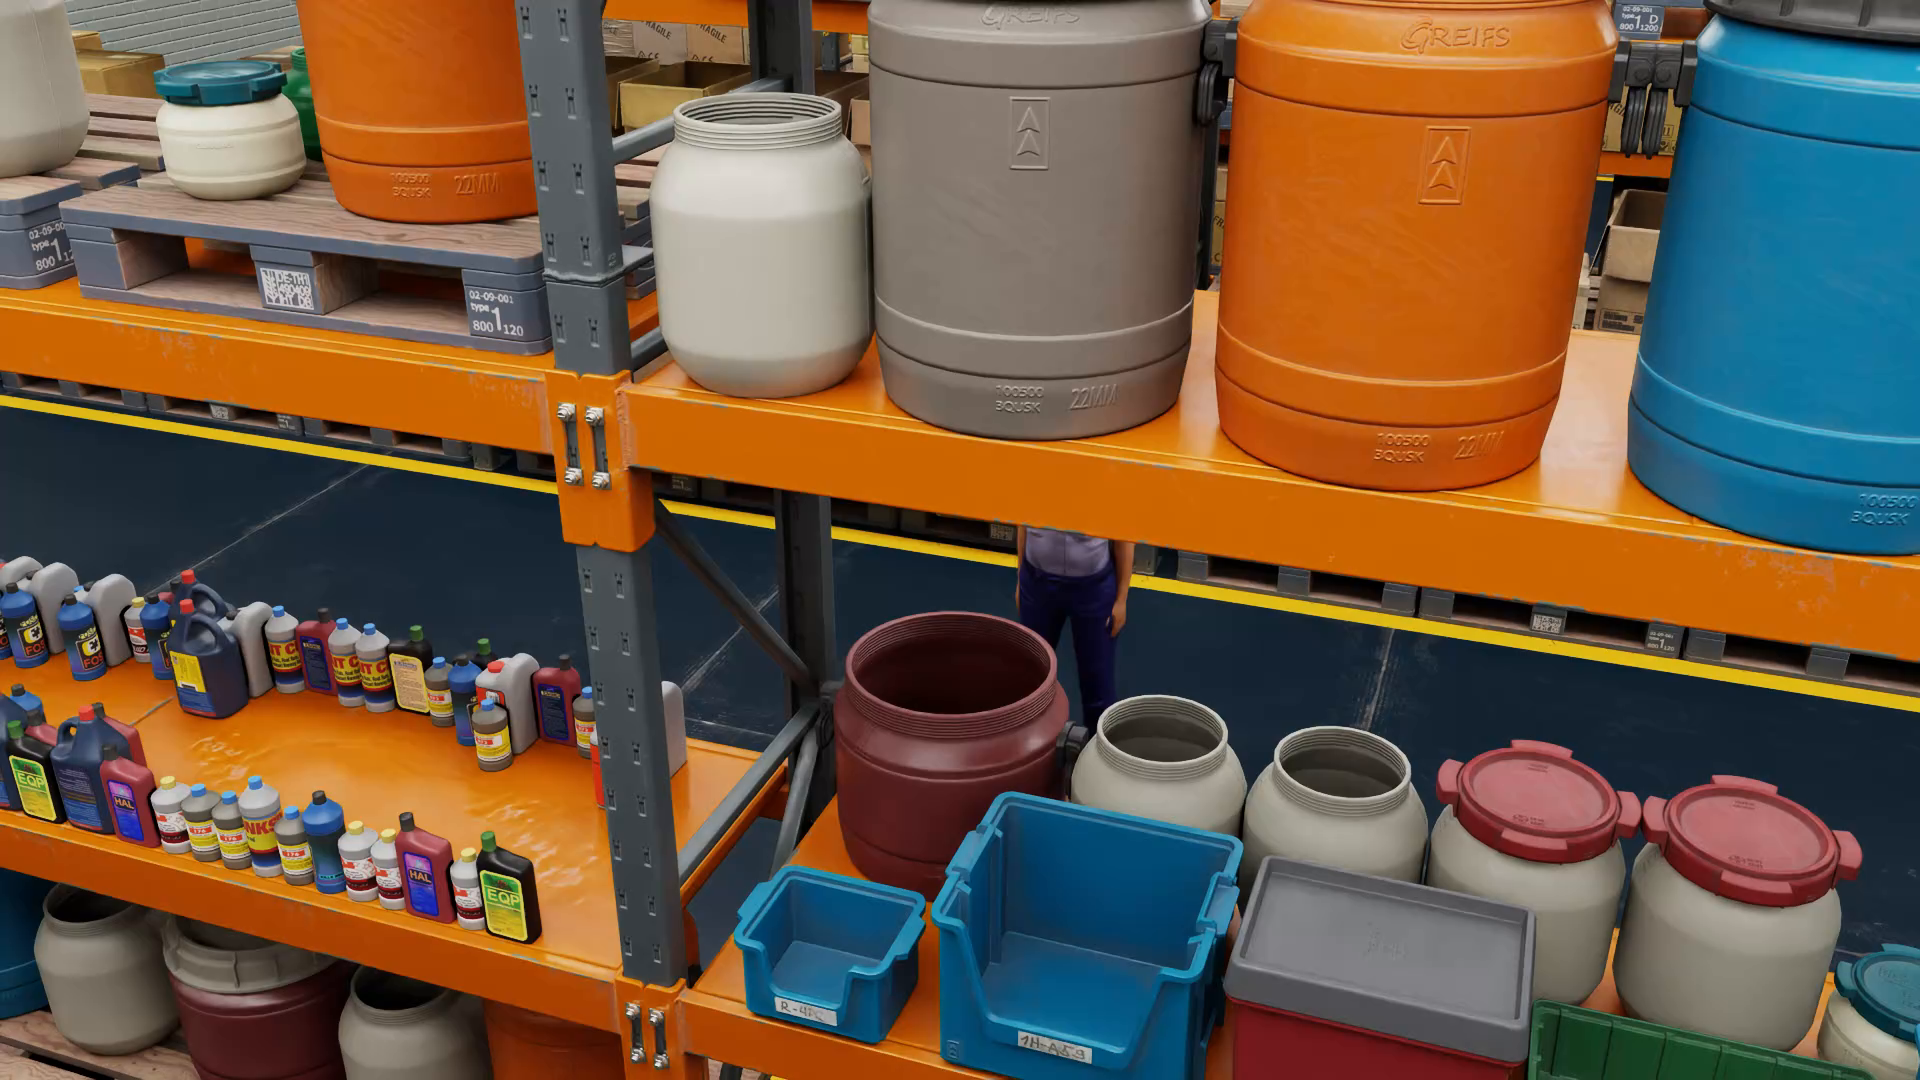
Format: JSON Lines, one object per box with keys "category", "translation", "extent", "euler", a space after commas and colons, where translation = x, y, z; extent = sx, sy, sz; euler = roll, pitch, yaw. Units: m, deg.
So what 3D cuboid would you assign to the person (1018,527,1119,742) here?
{"category": "person", "translation": [0.443, 0.303, 6.689], "extent": [0.470, 1.450, 0.359], "euler": [9, 27, 18]}
